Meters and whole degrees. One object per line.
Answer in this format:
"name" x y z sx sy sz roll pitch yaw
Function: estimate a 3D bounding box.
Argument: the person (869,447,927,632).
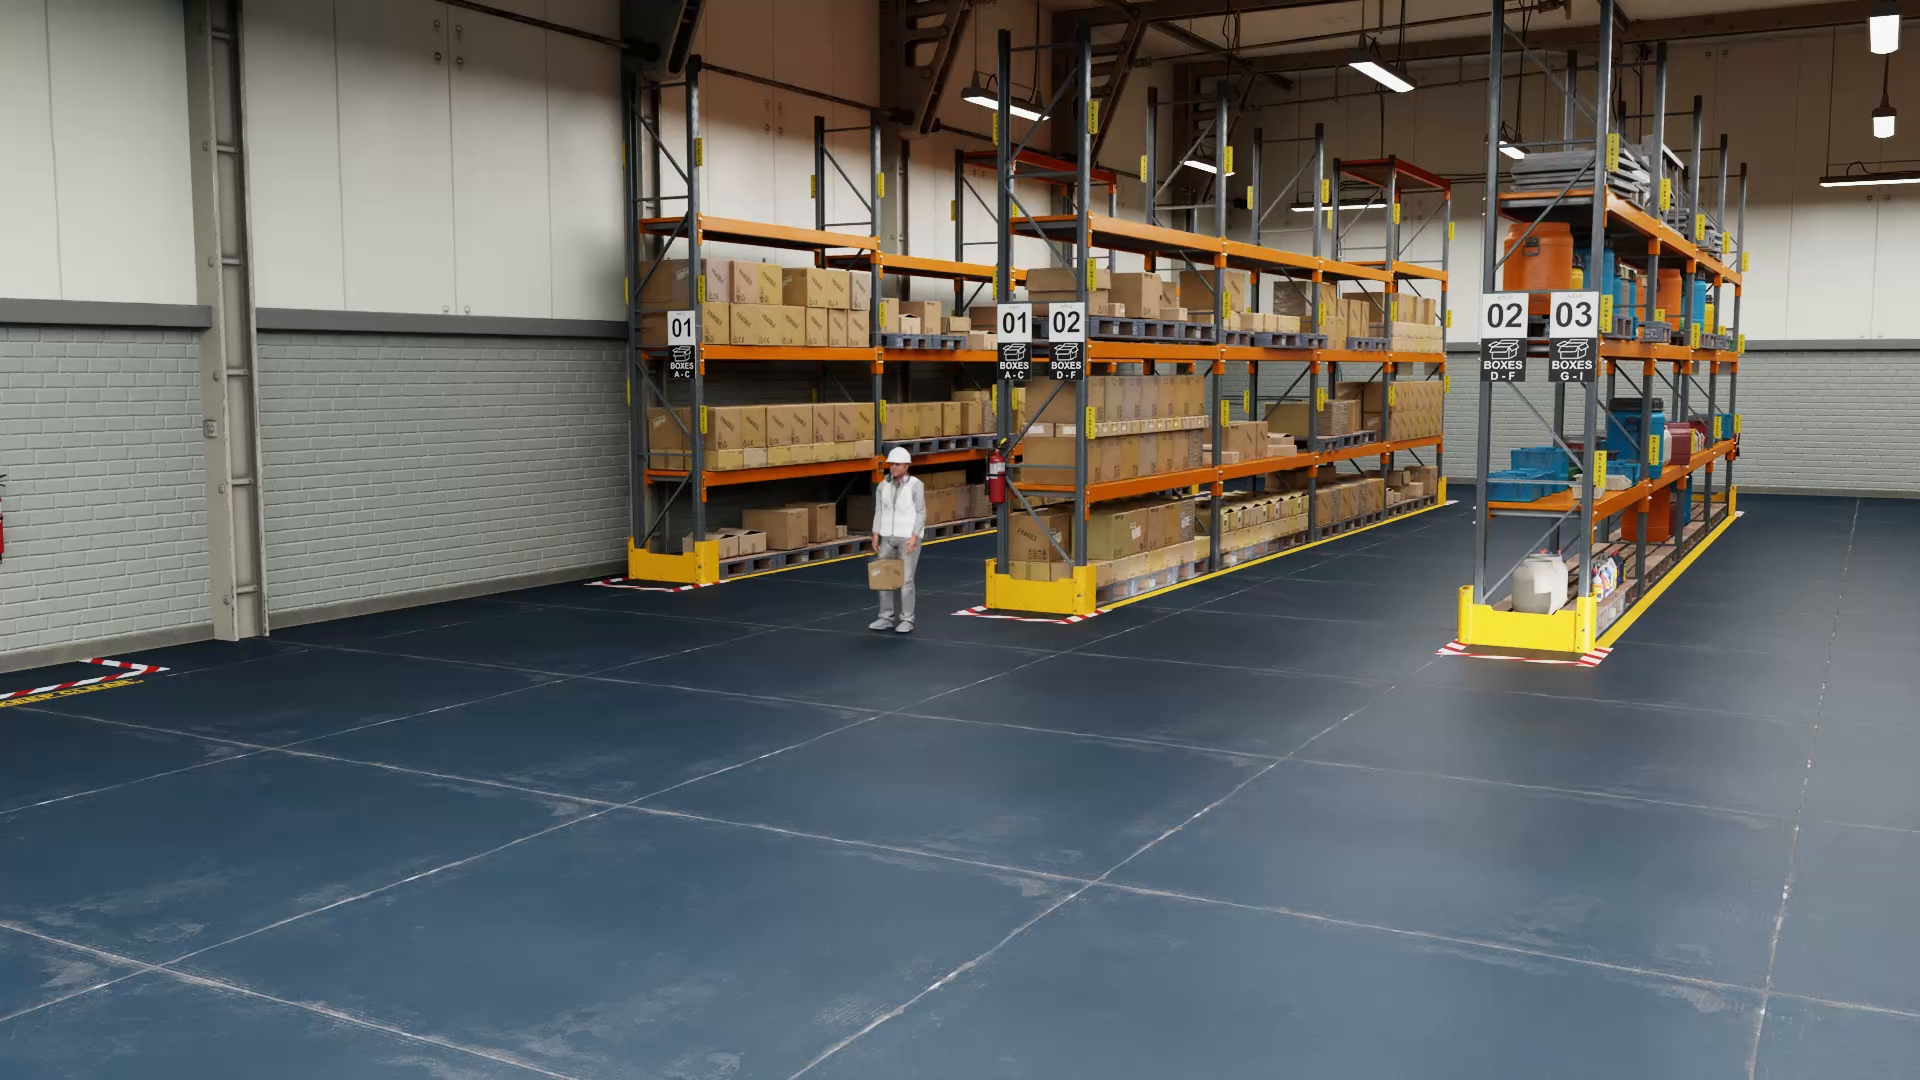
"person" -0.589 -0.011 16.088 0.560 1.774 0.472 3 7 27
